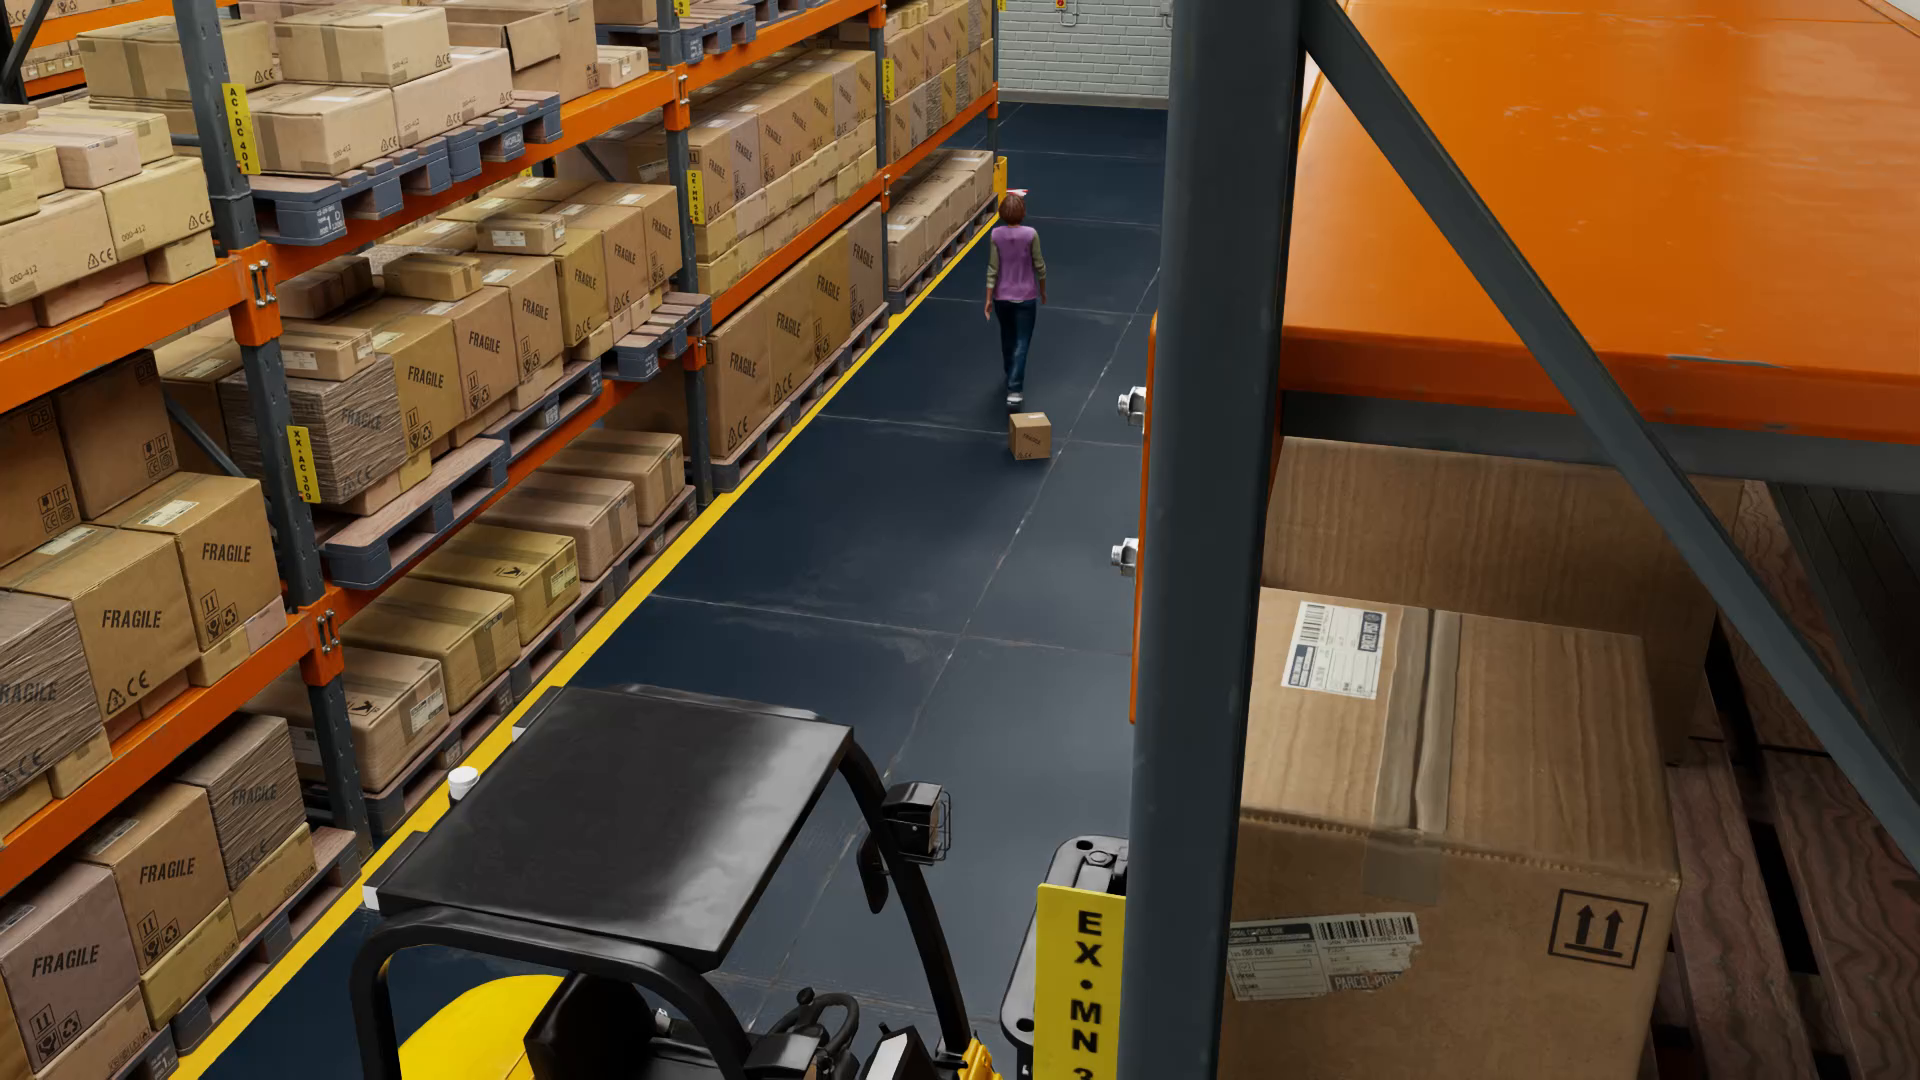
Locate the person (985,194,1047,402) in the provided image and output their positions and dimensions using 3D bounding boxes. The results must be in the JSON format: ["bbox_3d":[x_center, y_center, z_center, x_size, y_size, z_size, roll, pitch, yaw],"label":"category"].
[{"bbox_3d":[0.424,-1.828,12.417,0.424,1.549,0.910,6,26,12],"label":"person"}]
